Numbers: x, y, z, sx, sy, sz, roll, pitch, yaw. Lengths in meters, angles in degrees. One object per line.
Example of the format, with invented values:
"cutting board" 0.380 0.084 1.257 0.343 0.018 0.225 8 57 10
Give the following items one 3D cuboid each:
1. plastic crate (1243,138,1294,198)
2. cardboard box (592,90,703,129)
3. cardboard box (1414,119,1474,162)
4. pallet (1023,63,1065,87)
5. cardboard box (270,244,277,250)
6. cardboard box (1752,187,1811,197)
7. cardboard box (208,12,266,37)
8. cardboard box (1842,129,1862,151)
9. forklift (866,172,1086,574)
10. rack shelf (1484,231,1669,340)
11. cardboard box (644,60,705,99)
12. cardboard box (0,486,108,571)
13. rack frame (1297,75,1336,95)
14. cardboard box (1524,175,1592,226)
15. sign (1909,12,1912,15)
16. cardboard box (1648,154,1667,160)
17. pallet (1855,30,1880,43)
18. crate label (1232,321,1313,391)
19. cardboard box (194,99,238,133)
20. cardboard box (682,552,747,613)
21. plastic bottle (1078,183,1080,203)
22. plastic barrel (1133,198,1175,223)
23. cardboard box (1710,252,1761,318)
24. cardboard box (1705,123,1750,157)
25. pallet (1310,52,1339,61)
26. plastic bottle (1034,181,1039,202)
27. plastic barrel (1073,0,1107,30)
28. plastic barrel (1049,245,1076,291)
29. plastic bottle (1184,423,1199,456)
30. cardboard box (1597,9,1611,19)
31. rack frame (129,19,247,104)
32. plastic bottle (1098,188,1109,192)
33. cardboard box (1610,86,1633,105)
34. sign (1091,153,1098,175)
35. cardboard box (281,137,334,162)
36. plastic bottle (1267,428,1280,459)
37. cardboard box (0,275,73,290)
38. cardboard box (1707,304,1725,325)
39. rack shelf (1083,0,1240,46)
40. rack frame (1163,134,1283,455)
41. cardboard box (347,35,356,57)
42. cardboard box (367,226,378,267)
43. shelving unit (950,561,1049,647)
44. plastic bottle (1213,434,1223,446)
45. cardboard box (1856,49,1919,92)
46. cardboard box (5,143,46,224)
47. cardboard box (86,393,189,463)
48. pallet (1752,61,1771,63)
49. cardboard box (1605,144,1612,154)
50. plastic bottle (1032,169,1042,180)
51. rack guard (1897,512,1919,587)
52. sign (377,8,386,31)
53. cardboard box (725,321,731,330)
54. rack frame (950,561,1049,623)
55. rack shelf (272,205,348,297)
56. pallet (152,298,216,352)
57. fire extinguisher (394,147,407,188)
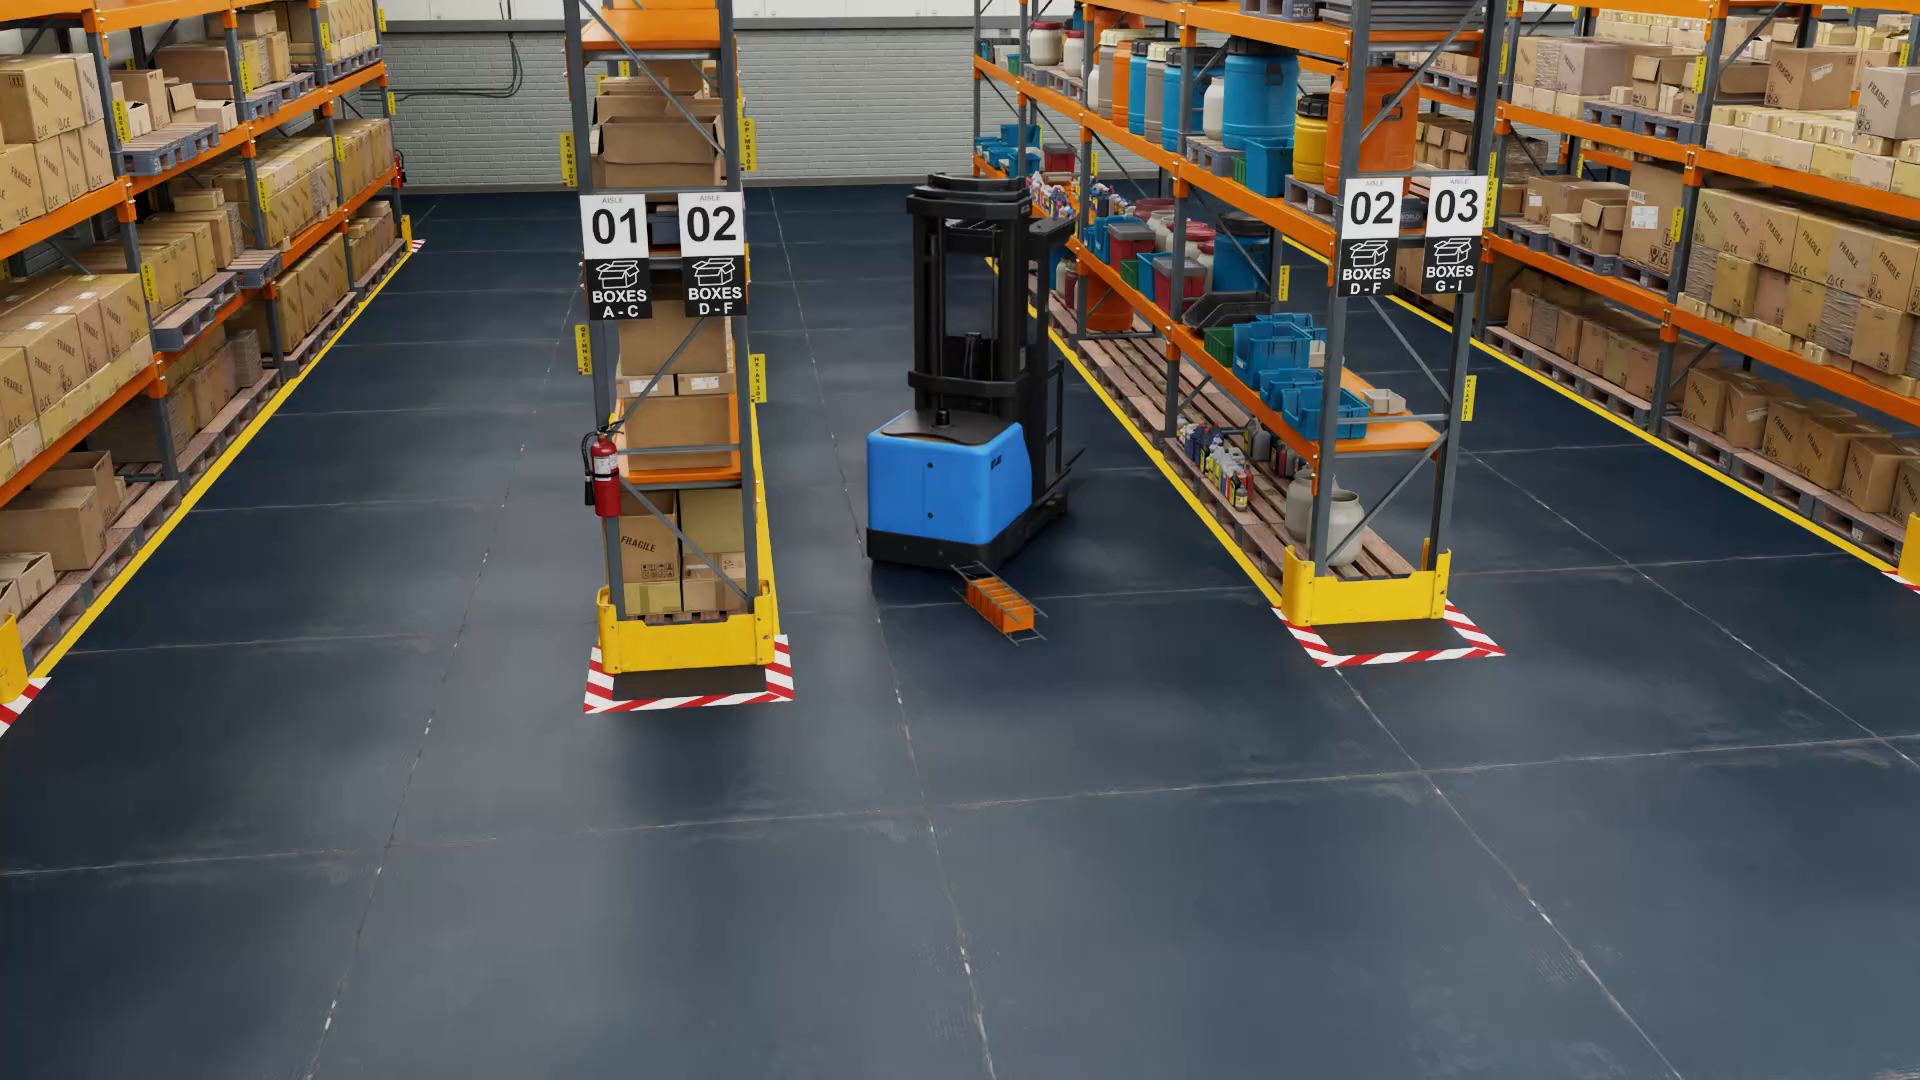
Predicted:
"plastic crate" 2.452 -2.884 12.887 0.392 0.384 0.575 -3 21 -8
"cardboard box" -2.342 -3.117 12.540 0.797 0.503 0.637 -1 20 -2
"cardboard box" 6.384 -5.304 22.053 0.797 0.503 0.637 -3 21 -7
"pallet" 1.504 -6.046 21.601 1.213 0.211 1.003 -3 21 -8
"cardboard box" -7.778 -3.217 18.372 0.380 0.149 0.250 -3 21 -7
"cardboard box" 7.686 -2.989 15.434 0.500 0.500 0.500 -3 21 -8
"cardboard box" -8.417 -6.004 19.374 0.500 0.250 0.500 -4 21 -9
"cardboard box" 7.403 -3.241 13.465 0.380 0.149 0.250 -4 21 -11
"forklift" 0.284 -1.590 13.784 1.130 2.935 3.031 8 22 21
"rack shelf" 7.061 -2.832 18.038 1.077 0.370 4.000 -3 21 -8
"cardboard box" -2.504 -4.076 14.598 0.500 0.500 0.500 -3 21 -7
"cardboard box" -6.928 -0.075 12.573 0.700 0.500 0.500 -4 21 -11
"rack frame" 5.619 -6.631 27.183 1.000 3.000 0.127 -3 21 -8
"cardboard box" 6.890 -3.920 19.180 0.500 0.500 0.500 -6 21 -14
"sign" 15.965 -8.936 27.915 0.100 0.325 0.005 -3 21 -8
"cardboard box" 10.696 -5.980 24.873 0.500 0.500 0.500 -3 21 -9
"pallet" 15.543 -8.238 27.325 1.003 0.211 1.213 -3 21 -8
"crate label" 2.491 -1.482 13.345 0.502 0.435 0.616 -3 21 -8
"cardboard box" -7.561 -4.249 16.616 0.500 0.311 0.500 -3 21 -8
"cardboard box" -1.735 0.302 11.951 0.500 0.250 0.500 -3 21 -8
"plastic bottle" 1.635 -4.600 21.816 0.144 0.351 0.185 -3 21 -8
"plastic barrel" 2.238 -3.530 18.685 0.600 0.536 0.708 -3 21 -8
"cardboard box" 7.390 -2.328 15.095 0.875 0.500 0.500 -3 21 -8
"cardboard box" 7.160 -3.642 15.108 0.500 0.250 0.500 -4 21 -10
"pallet" 5.916 -7.315 24.854 1.003 0.211 1.213 -3 21 -8
"plastic bottle" 1.027 -4.588 21.897 0.097 0.271 0.097 0 20 0
"plastic barrel" 1.692 -6.250 20.558 0.600 0.901 0.708 -3 21 -8
"plastic barrel" 1.458 -3.775 21.936 0.600 0.901 0.708 -3 21 -8
"plastic bottle" 2.134 -0.913 15.139 0.152 0.276 0.135 -2 21 -6
"cardboard box" 10.382 -8.389 26.533 0.380 0.149 0.250 -2 21 -6
"rack frame" -7.932 -5.922 16.710 1.000 3.000 0.127 -3 21 -8
"plastic bottle" 1.849 -4.390 21.360 0.152 0.276 0.135 -3 21 -8
"cardboard box" 6.980 -4.613 17.226 0.380 0.166 0.250 -3 21 -9
"sign" 1.839 -5.153 22.830 0.100 0.325 0.005 -3 21 -8
"cardboard box" -8.189 -4.895 20.865 0.500 0.250 0.500 -2 21 -6
"plastic bottle" 2.854 -0.917 15.040 0.144 0.351 0.185 -4 21 -10
"cardboard box" -7.495 -1.844 13.480 0.500 0.500 0.500 -3 21 -9
"cardboard box" 7.169 -2.096 15.401 0.380 0.149 0.250 -3 21 -8
"rack shelf" 2.159 -5.205 16.390 1.077 0.370 4.000 -3 21 -8
"rack frame" 2.448 -2.226 15.390 1.000 3.000 0.127 -3 21 -8
"cardboard box" -8.488 -6.682 22.503 0.500 0.250 0.500 -3 21 -9
"cardboard box" -8.656 -4.138 23.481 0.700 0.500 0.500 -2 21 -6
"shelving unit" 0.274 0.456 12.219 0.258 0.189 1.200 -9 22 -22
"plastic bottle" 2.294 -0.810 14.868 0.097 0.271 0.097 0 20 0
"cardboard box" 11.361 -5.713 20.295 0.500 0.500 0.500 -3 21 -8
"cardboard box" -6.799 -2.483 11.619 0.500 0.500 0.500 -2 21 -4
"cardboard box" -7.478 -1.016 15.092 0.700 0.500 0.500 -2 21 -6
"pallet" 11.255 -6.200 22.011 1.213 0.211 1.003 -3 21 -8
"cardboard box" 10.516 -6.240 26.495 0.380 0.149 0.250 -3 21 -8
"plastic bottle" 1.030 -4.821 22.407 0.144 0.351 0.185 -3 21 -8
"rack guard" 7.915 0.054 12.858 1.175 0.500 0.348 -3 21 -8
"sign" -8.547 -7.687 24.571 0.100 0.325 0.005 -3 21 -8
"cardboard box" -1.909 -1.536 12.472 0.380 0.149 0.250 -3 21 -8
"rack frame" 0.274 0.370 12.187 0.240 0.006 1.200 -9 22 -22
"rack shelf" -8.221 -3.467 19.740 1.077 0.370 4.000 -3 21 -8
"pallet" -7.322 -1.909 14.814 1.003 0.211 1.213 -3 21 -8
"fire extinguisher" -8.651 -5.746 25.457 0.296 0.674 0.183 -3 21 -8
